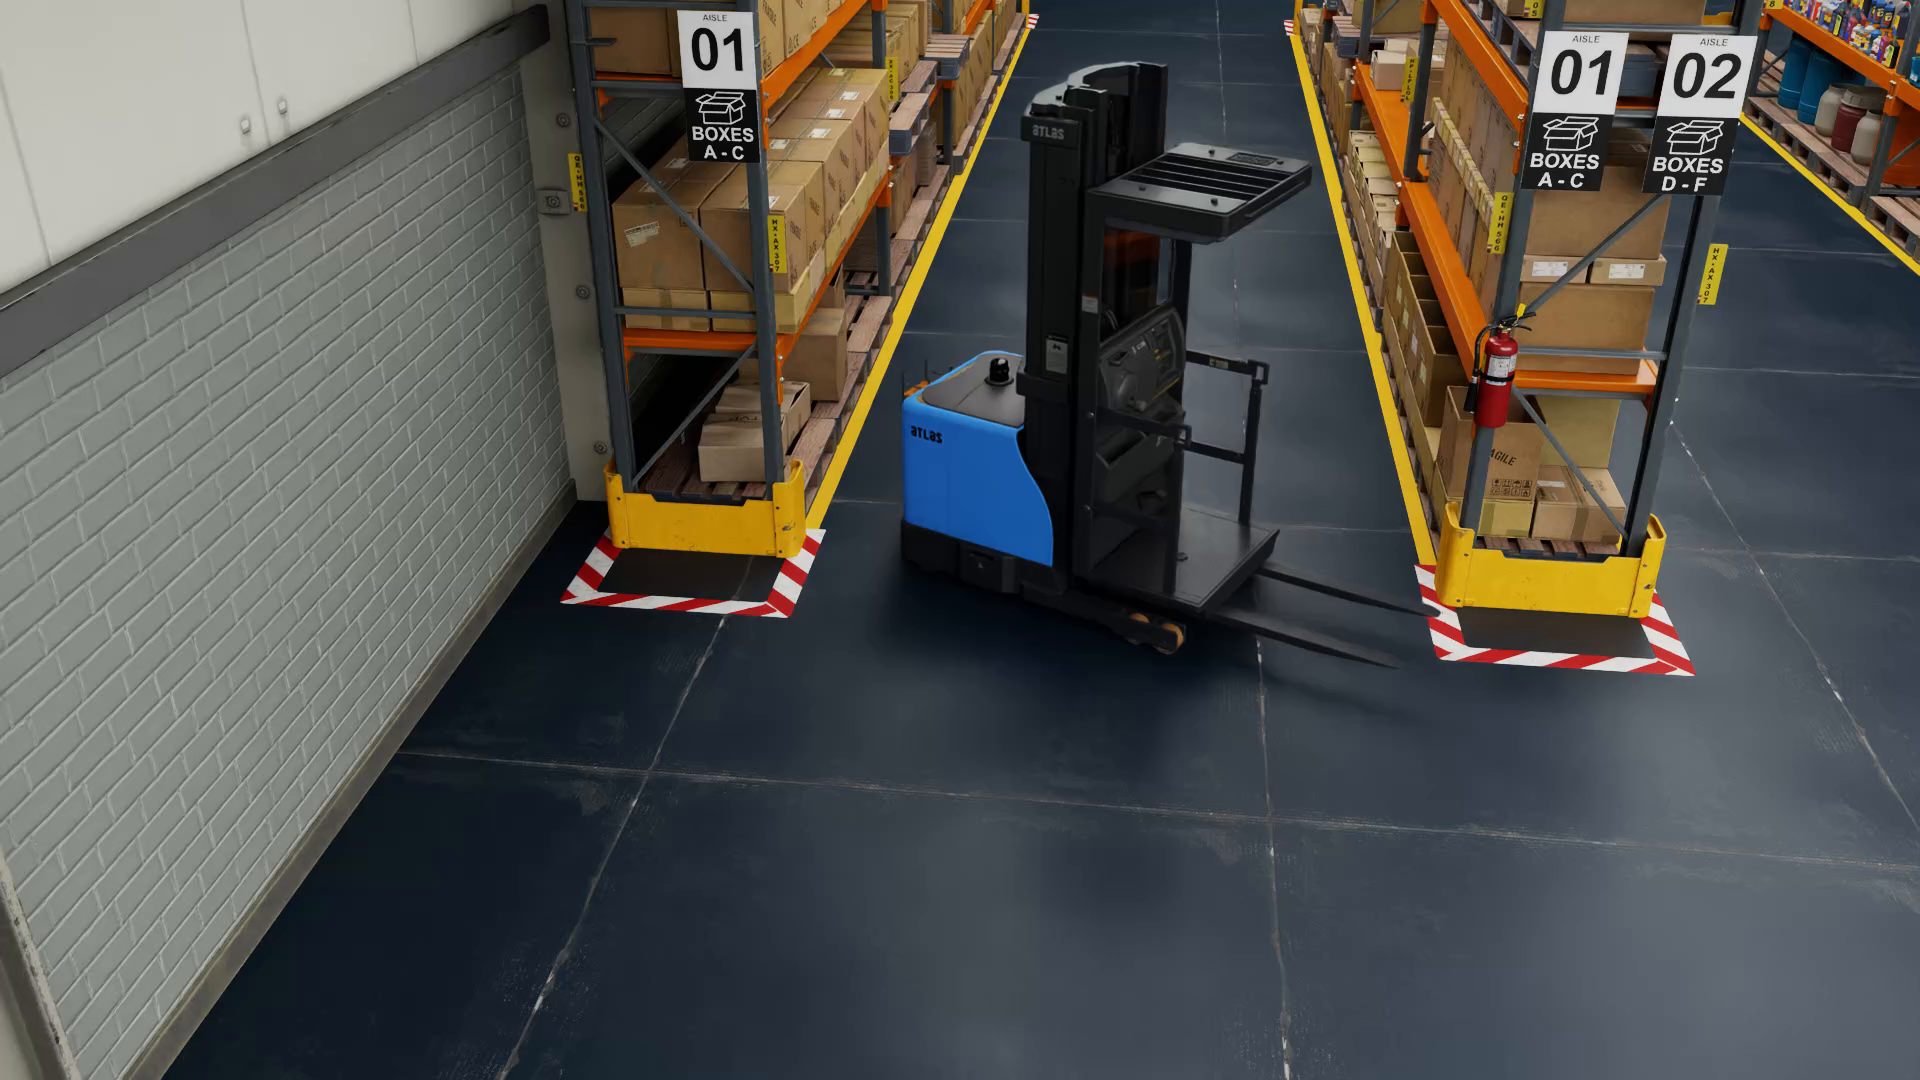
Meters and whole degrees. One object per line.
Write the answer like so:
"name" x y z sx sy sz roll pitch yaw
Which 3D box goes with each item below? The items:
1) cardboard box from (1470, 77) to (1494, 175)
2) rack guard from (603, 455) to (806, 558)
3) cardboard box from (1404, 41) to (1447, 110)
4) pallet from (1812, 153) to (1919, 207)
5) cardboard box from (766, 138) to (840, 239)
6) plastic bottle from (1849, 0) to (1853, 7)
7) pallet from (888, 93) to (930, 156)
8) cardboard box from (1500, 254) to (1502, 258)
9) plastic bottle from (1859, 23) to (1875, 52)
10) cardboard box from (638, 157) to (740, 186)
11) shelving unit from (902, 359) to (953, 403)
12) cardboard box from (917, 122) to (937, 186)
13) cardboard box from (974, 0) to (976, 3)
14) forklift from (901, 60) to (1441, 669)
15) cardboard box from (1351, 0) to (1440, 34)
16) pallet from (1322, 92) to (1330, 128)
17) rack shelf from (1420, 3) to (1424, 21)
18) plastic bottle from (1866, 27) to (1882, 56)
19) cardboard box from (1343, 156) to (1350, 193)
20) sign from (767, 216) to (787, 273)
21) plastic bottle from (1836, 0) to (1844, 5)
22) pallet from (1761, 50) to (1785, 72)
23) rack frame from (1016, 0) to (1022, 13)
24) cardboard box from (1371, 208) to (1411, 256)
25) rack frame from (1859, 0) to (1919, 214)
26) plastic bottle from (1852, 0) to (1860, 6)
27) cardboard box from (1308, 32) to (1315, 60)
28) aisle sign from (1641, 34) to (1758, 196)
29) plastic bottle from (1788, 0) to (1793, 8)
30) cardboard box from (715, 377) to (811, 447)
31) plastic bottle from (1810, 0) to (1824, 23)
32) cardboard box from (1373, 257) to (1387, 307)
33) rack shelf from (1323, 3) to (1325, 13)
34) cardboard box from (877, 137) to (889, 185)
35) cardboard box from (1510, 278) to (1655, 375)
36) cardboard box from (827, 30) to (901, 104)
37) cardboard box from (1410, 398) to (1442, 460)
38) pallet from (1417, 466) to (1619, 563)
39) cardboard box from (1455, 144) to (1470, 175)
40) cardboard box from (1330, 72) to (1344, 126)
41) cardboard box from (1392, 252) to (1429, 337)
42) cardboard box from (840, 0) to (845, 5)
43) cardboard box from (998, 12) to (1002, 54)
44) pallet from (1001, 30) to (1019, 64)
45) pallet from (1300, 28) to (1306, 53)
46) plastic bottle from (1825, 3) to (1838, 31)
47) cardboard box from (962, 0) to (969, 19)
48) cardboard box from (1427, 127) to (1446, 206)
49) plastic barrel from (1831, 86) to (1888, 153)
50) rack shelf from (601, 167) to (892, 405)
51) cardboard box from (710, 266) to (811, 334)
"cardboard box" 3.619 -2.582 10.406 0.700 0.500 0.500 3 28 6
"rack guard" -1.546 -0.223 10.137 1.175 0.500 0.348 3 28 6
"cardboard box" 4.152 -4.021 14.445 0.500 0.500 0.500 2 28 3
"pallet" 9.313 -3.624 16.754 1.003 0.211 1.213 3 28 6
"cardboard box" -1.058 -2.243 10.597 0.500 0.500 0.500 2 28 5
"plastic bottle" 10.020 -6.102 18.544 0.152 0.276 0.135 3 28 6
"pallet" -0.827 -3.438 13.670 1.003 0.211 1.213 3 28 6
"cardboard box" 3.250 -1.646 9.352 0.380 0.149 0.250 4 29 7
"plastic bottle" 8.992 -4.982 16.470 0.097 0.271 0.097 0 28 0
"cardboard box" -1.637 -2.031 10.204 0.500 0.500 0.500 4 29 7
"shelving unit" -0.196 -0.559 10.180 0.215 1.050 0.252 17 33 28
"cardboard box" -0.611 -3.805 16.322 0.700 0.500 0.500 4 29 7
"cardboard box" 0.001 -6.181 18.804 0.380 0.149 0.250 3 28 6
"forklift" 1.167 -0.956 8.934 3.031 2.935 1.130 17 33 28
"cardboard box" 4.307 -5.299 16.376 0.700 0.500 0.500 -6 29 -11
"pallet" 4.770 -5.038 19.378 1.003 0.211 1.213 3 28 6
"rack shelf" 4.097 -4.830 13.648 1.077 0.370 4.000 3 28 6
"plastic bottle" 8.968 -4.890 16.300 0.097 0.271 0.097 0 28 0
"cardboard box" 3.986 -3.512 16.063 0.500 0.250 0.500 3 28 6
"sign" -1.017 -1.638 9.214 0.100 0.325 0.005 3 28 6
"plastic bottle" 9.350 -5.666 17.735 0.152 0.276 0.135 3 28 6
"pallet" 9.946 -6.057 21.271 1.003 0.211 1.213 3 28 6
"rack frame" 0.405 -8.819 23.458 1.000 3.000 0.127 3 28 6
"cardboard box" 3.674 -2.558 13.701 0.500 0.311 0.500 4 29 8
"rack frame" 9.257 -4.478 15.399 1.000 3.000 0.127 3 28 6
"plastic bottle" 9.817 -5.896 18.083 0.144 0.351 0.185 3 28 6
"cardboard box" 4.712 -6.298 21.149 0.500 0.311 0.500 3 28 6
"aisle sign" 3.658 -2.097 8.240 0.394 0.787 0.004 3 28 6
"plastic bottle" 9.267 -6.007 18.447 0.097 0.201 0.097 0 28 0
"cardboard box" -1.311 -0.887 11.104 0.500 0.311 0.500 6 29 10
"plastic bottle" 9.199 -5.674 17.751 0.152 0.276 0.135 3 28 6
"cardboard box" 3.615 -2.071 13.388 0.500 0.250 0.500 3 28 6
"rack shelf" 5.077 -7.275 21.350 1.077 0.370 4.000 3 28 6
"cardboard box" -0.822 -2.873 12.557 0.500 0.250 0.500 3 29 6
"cardboard box" 3.431 -1.265 9.330 0.700 0.500 0.500 3 28 6
"cardboard box" -0.893 -3.909 13.773 0.700 0.500 0.500 6 29 11
"cardboard box" 3.243 -0.717 10.875 0.500 0.250 0.500 3 28 6
"pallet" 3.414 -0.137 10.281 1.003 0.211 1.213 3 28 6
"cardboard box" 3.473 -2.492 10.924 0.380 0.149 0.250 3 28 5
"cardboard box" 4.345 -4.806 18.179 0.500 0.500 0.500 2 28 4
"cardboard box" 3.431 -1.753 12.007 0.500 0.500 0.500 3 28 6
"cardboard box" -0.987 -3.792 10.836 0.500 0.500 0.500 2 28 4
"cardboard box" 0.173 -6.603 21.537 0.700 0.500 0.500 3 28 6
"pallet" 0.233 -6.638 22.349 1.003 0.211 1.213 3 28 6
"pallet" 5.216 -6.894 22.825 1.003 0.211 1.213 3 28 6
"plastic bottle" 9.117 -5.464 17.366 0.097 0.271 0.097 0 28 0
"cardboard box" -0.188 -5.697 17.222 0.500 0.500 0.500 4 29 8
"cardboard box" 3.804 -2.719 12.030 0.700 0.500 0.500 3 28 5
"plastic barrel" 9.439 -4.364 17.287 0.600 0.588 0.708 3 28 6
"rack shelf" -1.310 -1.913 11.396 1.077 0.370 4.000 3 28 6
"cardboard box" -1.180 -1.442 9.901 0.500 0.250 0.500 3 28 5
